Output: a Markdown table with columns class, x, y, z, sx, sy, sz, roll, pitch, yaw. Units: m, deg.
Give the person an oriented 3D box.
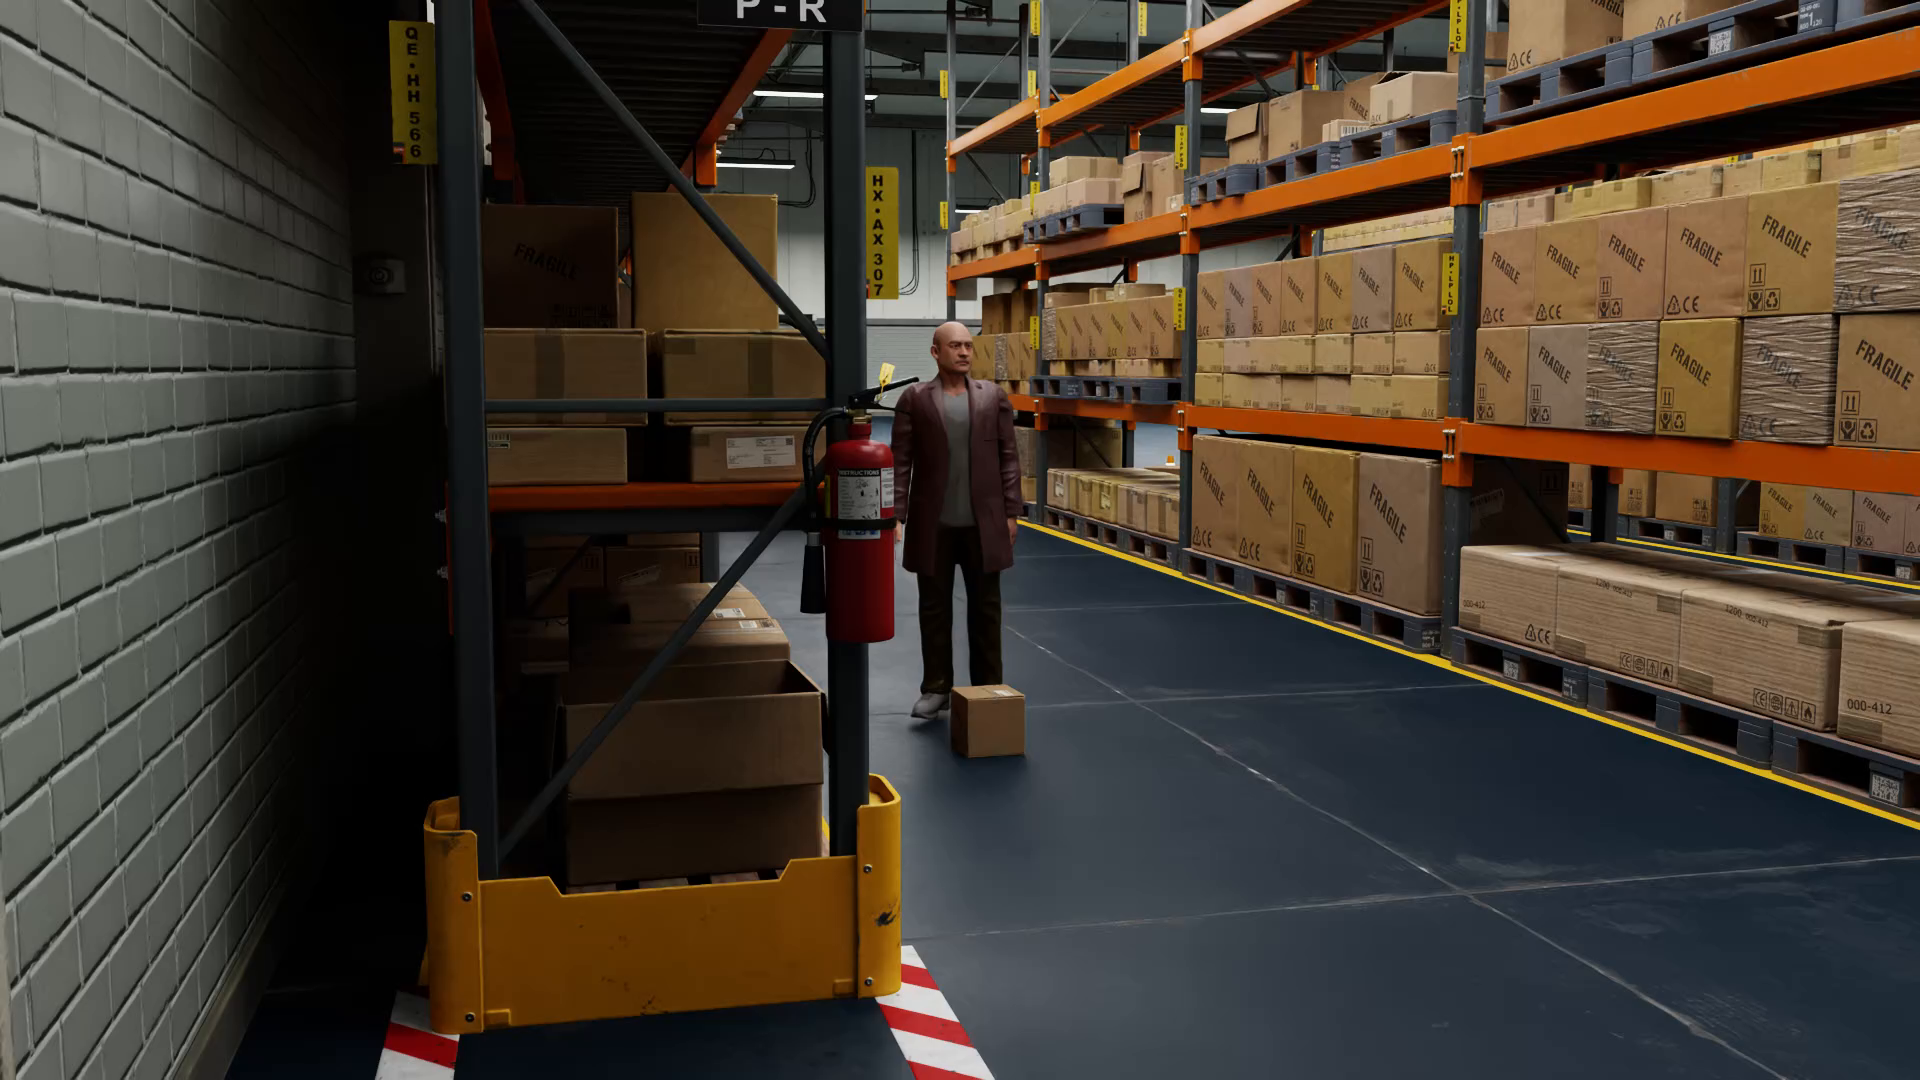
| class | x | y | z | sx | sy | sz | roll | pitch | yaw |
| --- | --- | --- | --- | --- | --- | --- | --- | --- | --- |
| person | -0.032 | -0.080 | 7.454 | 0.653 | 1.786 | 0.410 | 0 | 6 | -4 |
